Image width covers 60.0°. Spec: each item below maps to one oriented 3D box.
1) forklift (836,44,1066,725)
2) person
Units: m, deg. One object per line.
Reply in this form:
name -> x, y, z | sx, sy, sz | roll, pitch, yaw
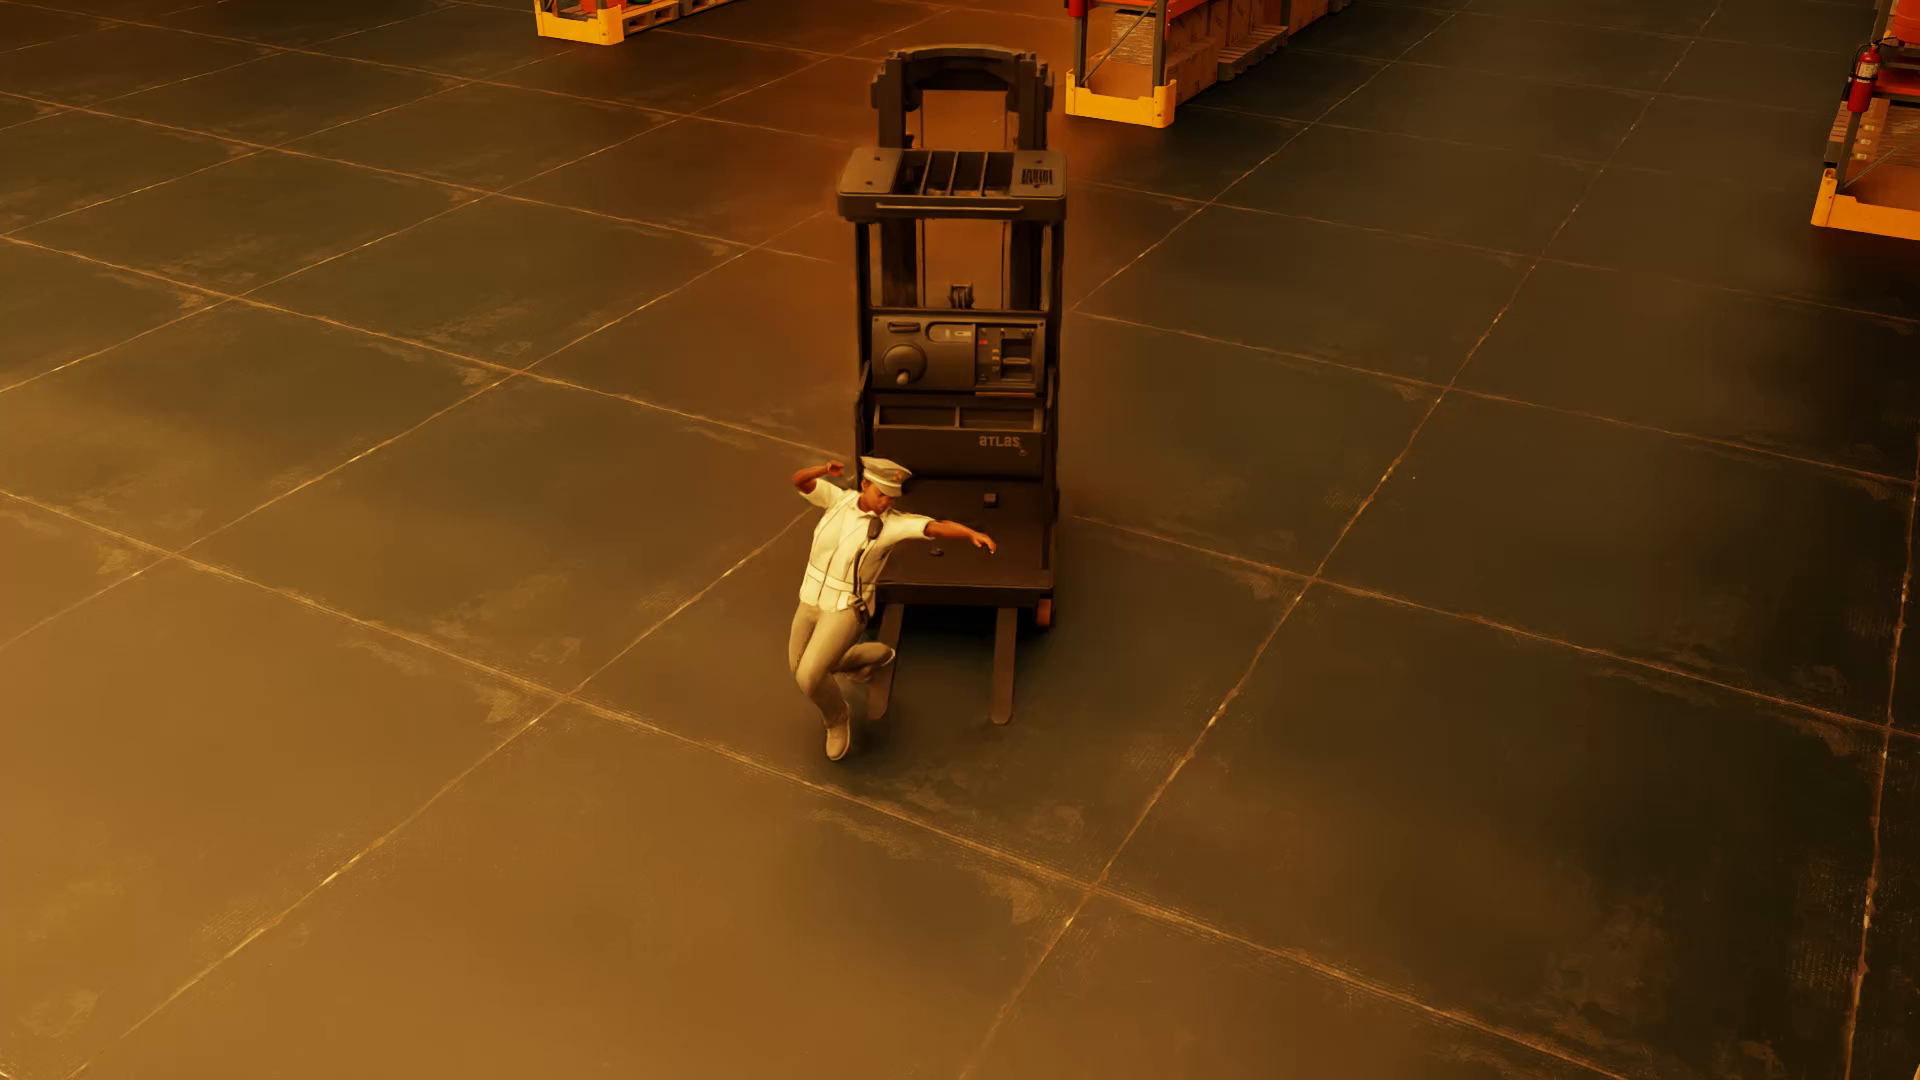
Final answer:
forklift -> -0.018, -0.955, 8.725 | 1.130, 2.935, 3.031 | 2, 30, 3
person -> -0.397, 0.342, 7.845 | 1.031, 1.544, 0.815 | 24, 38, 35
